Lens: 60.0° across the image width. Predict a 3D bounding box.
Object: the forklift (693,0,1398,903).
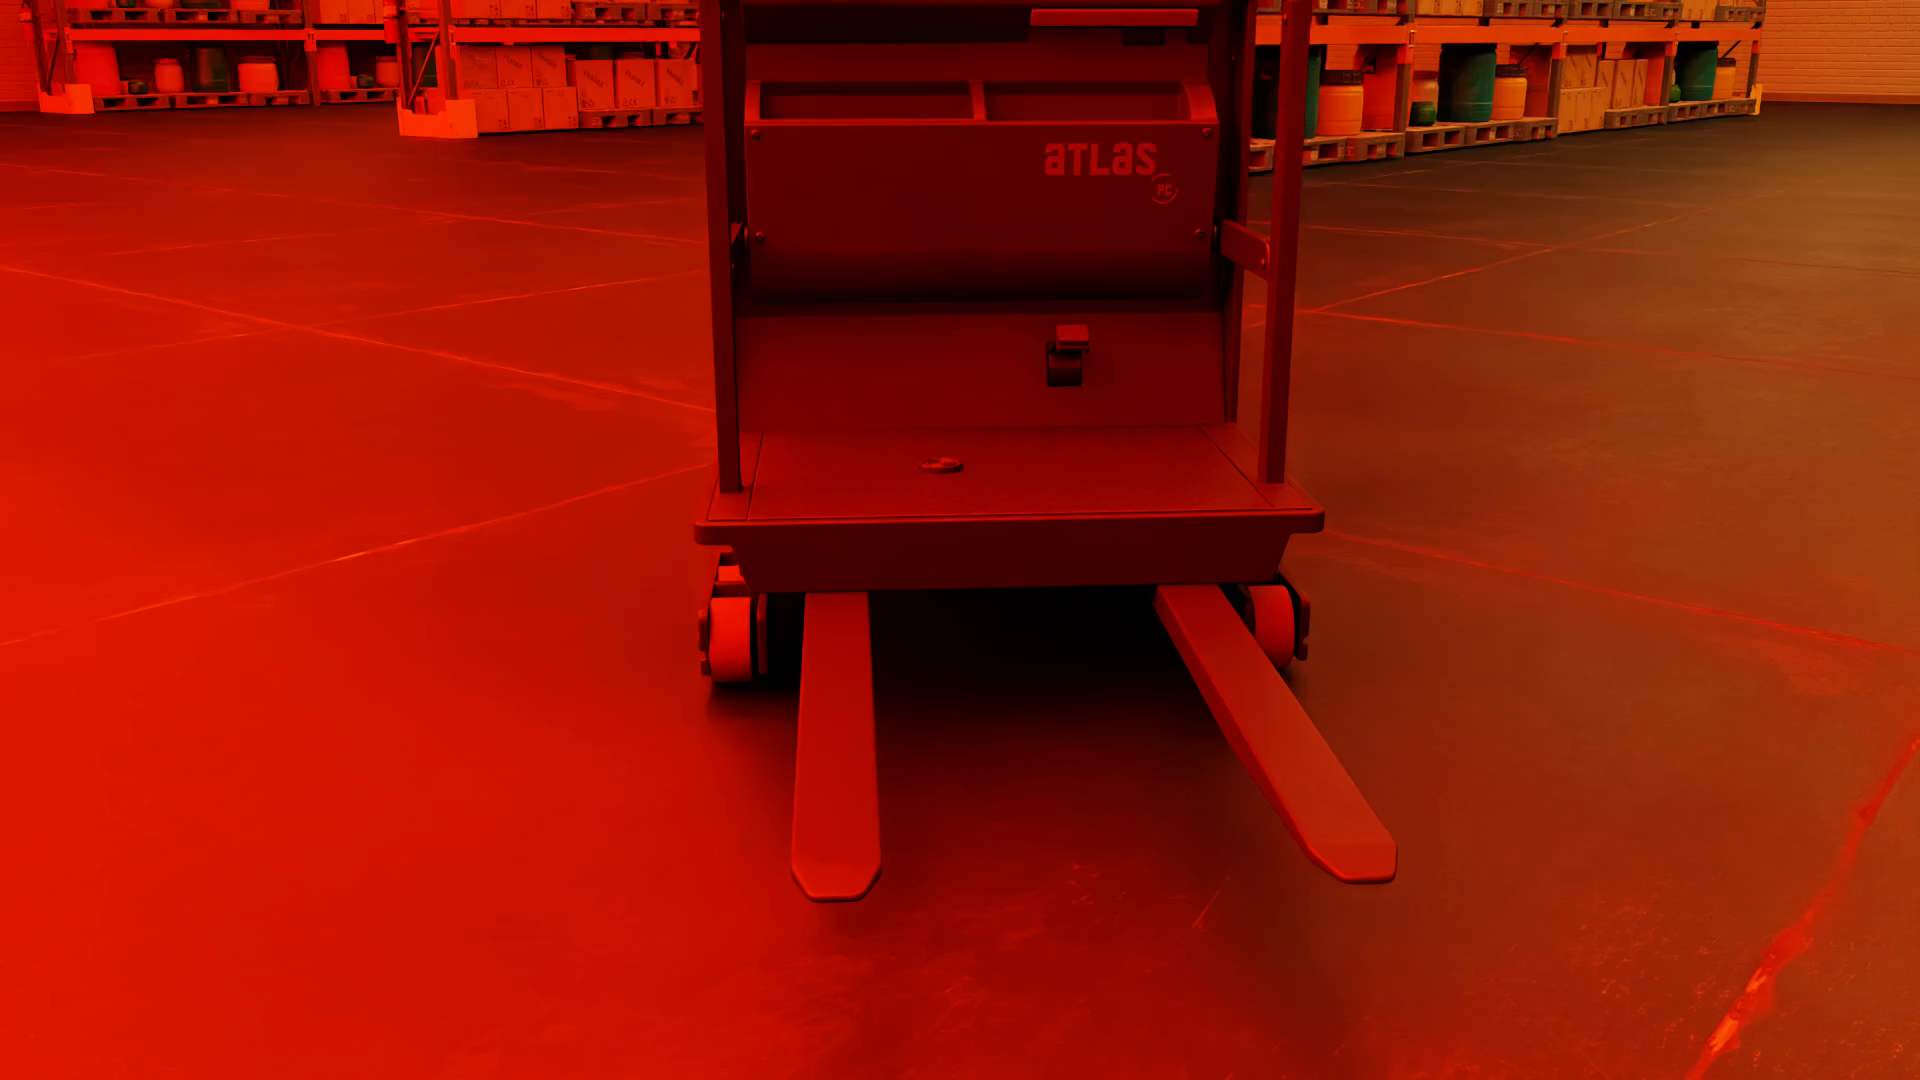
[{"bbox_3d":[0.060,-1.234,2.963,1.130,2.935,3.031,-1,17,-4],"label":"forklift"}]
